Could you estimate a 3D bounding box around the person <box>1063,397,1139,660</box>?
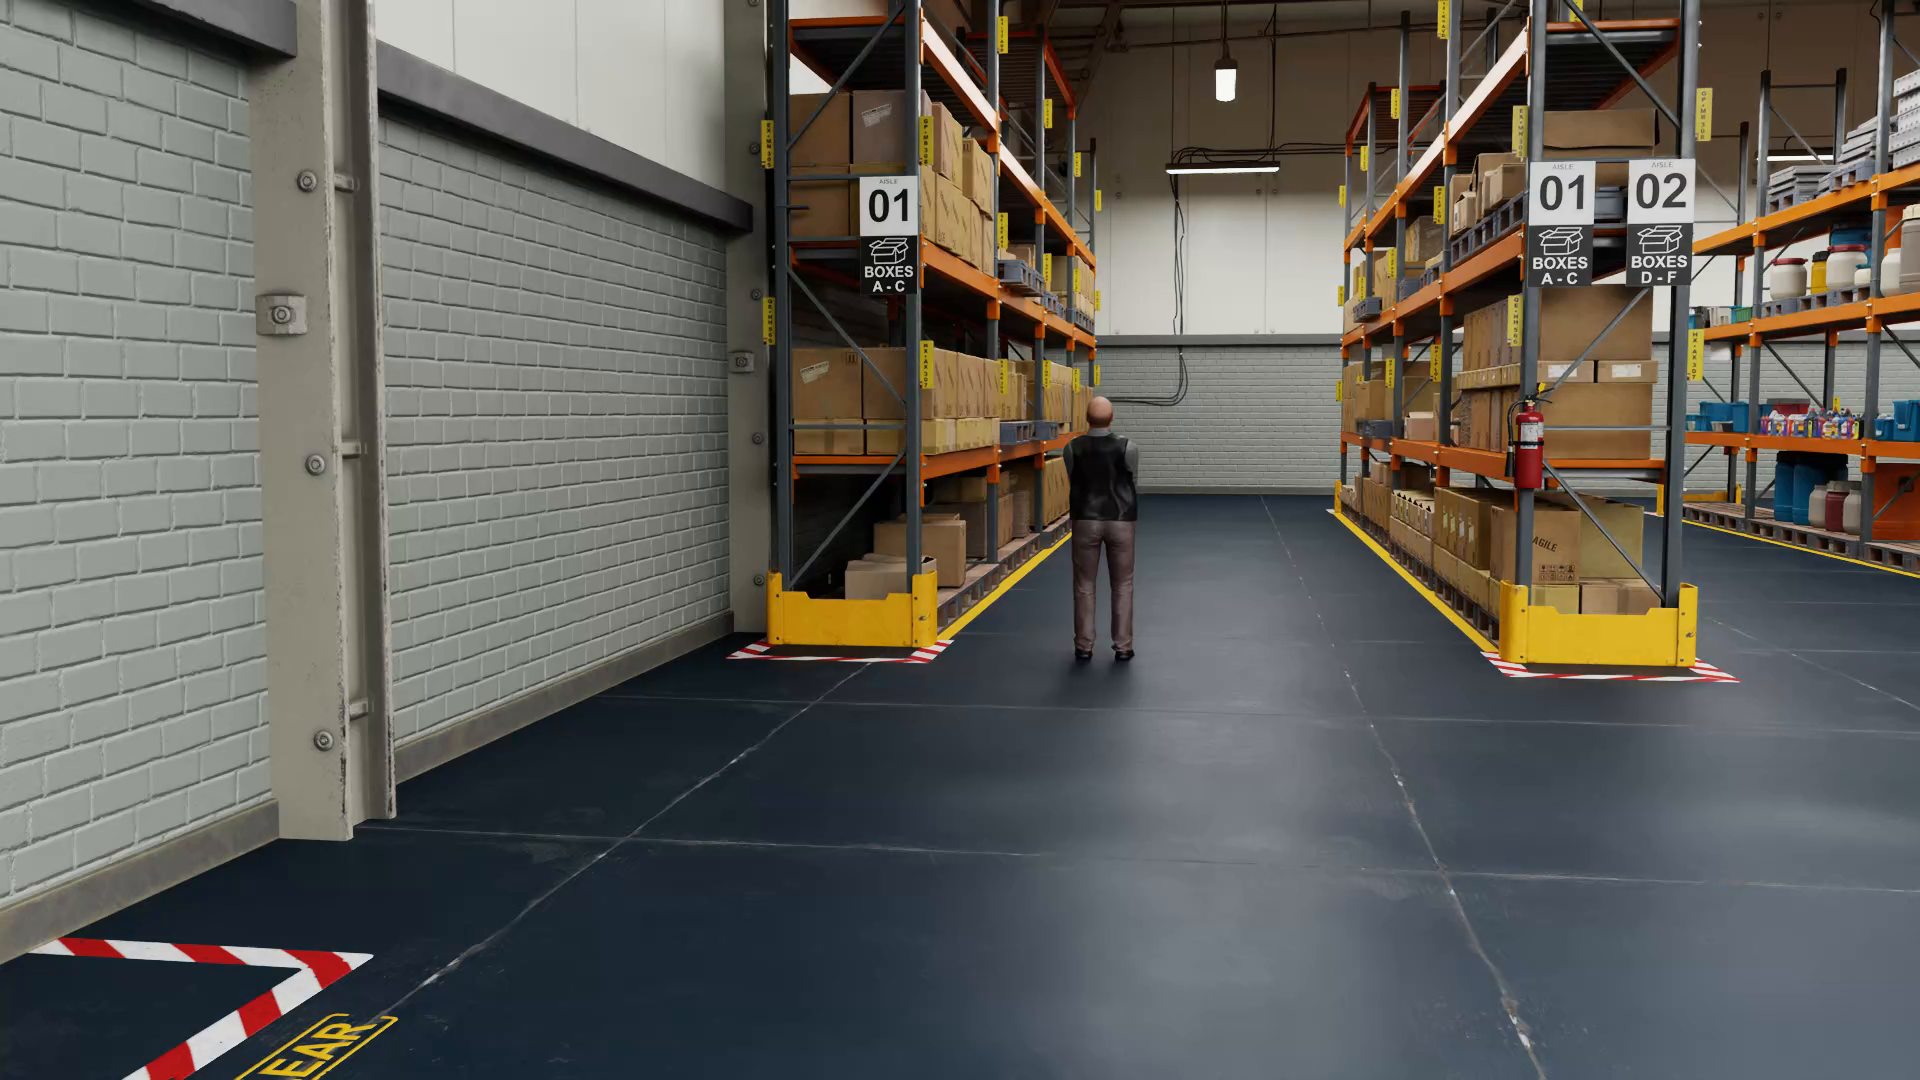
[{"bbox_3d":[0.934,-0.086,10.960,0.494,1.711,0.560,1,4,9],"label":"person"}]
